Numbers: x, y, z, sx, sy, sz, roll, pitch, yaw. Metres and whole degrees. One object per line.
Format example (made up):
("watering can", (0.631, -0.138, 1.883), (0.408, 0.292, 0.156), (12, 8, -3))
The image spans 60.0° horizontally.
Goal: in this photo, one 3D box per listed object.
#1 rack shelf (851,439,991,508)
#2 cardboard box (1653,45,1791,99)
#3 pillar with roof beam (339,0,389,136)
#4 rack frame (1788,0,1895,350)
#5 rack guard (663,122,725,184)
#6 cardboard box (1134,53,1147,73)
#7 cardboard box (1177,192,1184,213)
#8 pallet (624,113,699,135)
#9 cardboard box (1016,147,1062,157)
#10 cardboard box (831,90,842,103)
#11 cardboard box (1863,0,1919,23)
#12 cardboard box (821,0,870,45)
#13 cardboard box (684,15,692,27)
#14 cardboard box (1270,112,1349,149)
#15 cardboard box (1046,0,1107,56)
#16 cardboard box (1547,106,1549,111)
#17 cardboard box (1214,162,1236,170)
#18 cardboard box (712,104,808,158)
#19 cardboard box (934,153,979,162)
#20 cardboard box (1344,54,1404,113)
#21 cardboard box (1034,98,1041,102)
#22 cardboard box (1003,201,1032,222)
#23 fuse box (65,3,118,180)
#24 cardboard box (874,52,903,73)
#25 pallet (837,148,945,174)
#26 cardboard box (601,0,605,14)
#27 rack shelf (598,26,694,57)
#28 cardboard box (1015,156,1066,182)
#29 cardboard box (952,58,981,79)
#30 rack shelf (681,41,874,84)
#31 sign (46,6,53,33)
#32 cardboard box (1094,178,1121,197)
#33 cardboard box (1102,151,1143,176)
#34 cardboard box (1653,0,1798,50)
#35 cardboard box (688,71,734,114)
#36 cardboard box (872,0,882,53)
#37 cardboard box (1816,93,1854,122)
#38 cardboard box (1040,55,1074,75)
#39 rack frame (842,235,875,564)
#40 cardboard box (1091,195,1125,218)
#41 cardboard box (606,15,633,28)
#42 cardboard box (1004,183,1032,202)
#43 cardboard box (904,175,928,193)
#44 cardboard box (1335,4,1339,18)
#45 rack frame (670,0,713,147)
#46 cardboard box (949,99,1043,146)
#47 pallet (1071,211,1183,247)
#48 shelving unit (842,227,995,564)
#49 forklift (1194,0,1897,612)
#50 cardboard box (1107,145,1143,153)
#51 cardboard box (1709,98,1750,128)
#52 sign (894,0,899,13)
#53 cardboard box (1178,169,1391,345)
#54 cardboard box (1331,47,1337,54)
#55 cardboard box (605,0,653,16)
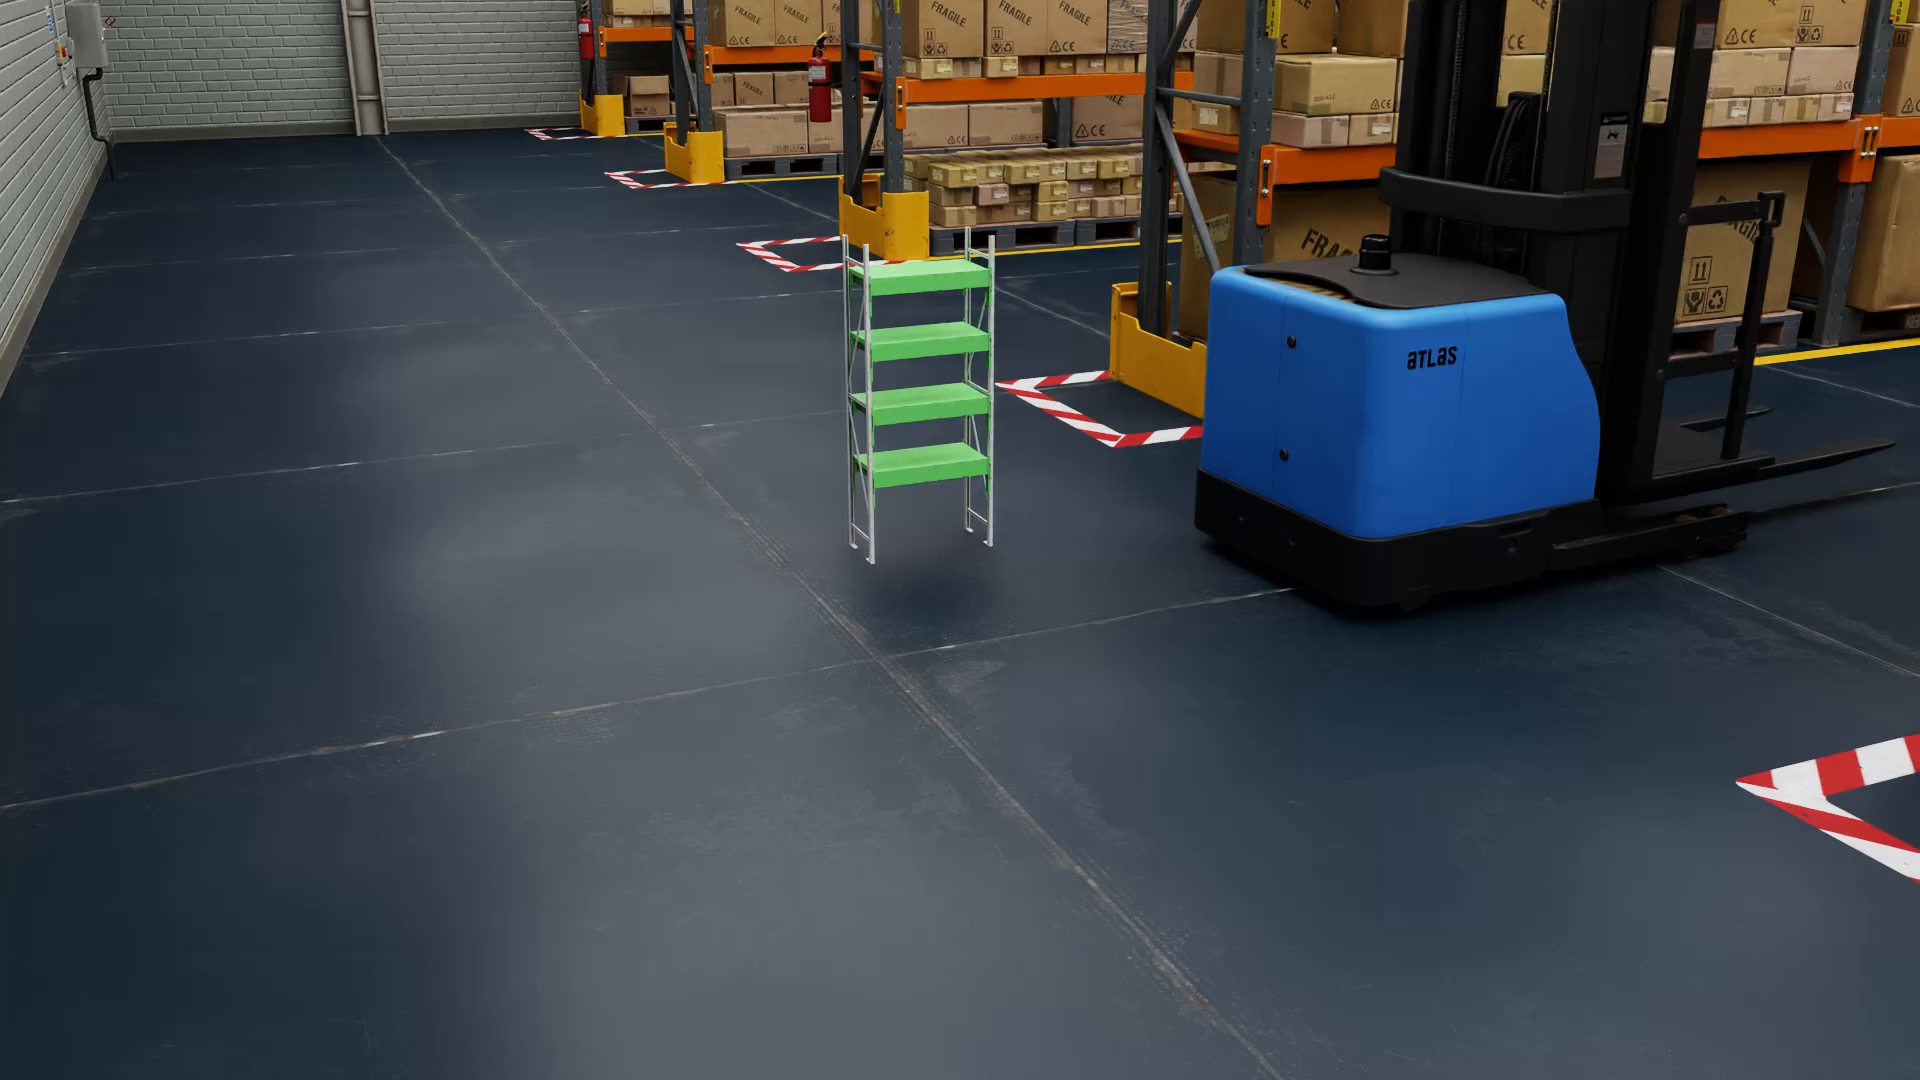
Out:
("rack shelf", (-0.152, -0.258, 6.362), (0.480, 0.148, 0.258), (-8, 21, -22))
("cardboard box", (4.098, -2.545, 9.013), (0.500, 0.250, 0.500), (-7, 21, -20))
("pillar with roof beam", (-5.821, -8.129, 16.060), (0.400, 9.000, 9.100), (-8, 21, -22))
("rack frame", (4.874, -2.683, 9.625), (0.127, 3.000, 1.000), (-8, 21, -22))
("rack guard", (-2.746, -3.997, 17.120), (0.348, 0.500, 1.175), (-8, 21, -22))
("cardboard box", (1.426, -3.754, 13.045), (0.250, 0.149, 0.380), (-8, 21, -21))
("cardboard box", (1.827, -2.770, 13.534), (0.250, 0.149, 0.380), (-8, 21, -22))
("pallet", (-3.892, -5.492, 21.801), (1.213, 0.211, 1.003), (-8, 21, -22))
("cardboard box", (0.644, -3.119, 13.628), (0.250, 0.149, 0.380), (-7, 21, -20))
("cardboard box", (-1.744, -5.917, 22.294), (0.258, 0.266, 0.396), (-7, 21, -20))
("cardboard box", (5.457, -3.290, 9.688), (0.637, 0.503, 0.797), (-9, 21, -23))
("cardboard box", (-1.242, -5.338, 17.015), (0.500, 0.500, 0.500), (-8, 21, -22))
("cardboard box", (-3.584, -6.640, 21.243), (0.250, 0.149, 0.380), (-7, 21, -20))
("cardboard box", (1.658, -1.984, 8.019), (0.250, 0.149, 0.380), (-8, 21, -21))
("cardboard box", (0.787, -3.984, 12.721), (0.500, 0.500, 0.500), (-8, 21, -21))
("cardboard box", (2.838, -2.154, 8.502), (0.250, 0.149, 0.380), (-8, 21, -23))
("cardboard box", (2.065, -3.126, 13.647), (0.250, 0.149, 0.380), (-7, 21, -20))
("cardboard box", (-2.158, -4.286, 17.403), (0.875, 0.438, 0.875), (-9, 21, -24))
("cardboard box", (-0.031, -2.979, 13.231), (0.250, 0.149, 0.380), (-8, 21, -21))
("cardboard box", (2.224, -2.277, 8.252), (0.500, 0.250, 0.500), (-8, 21, -23))
("cardboard box", (0.936, -6.436, 23.415), (0.500, 0.500, 0.500), (-9, 21, -24))
("cardboard box", (0.371, -2.601, 13.054), (0.250, 0.149, 0.380), (-8, 21, -21))
("fuse box", (-8.590, -4.482, 16.674), (0.414, 1.711, 0.539), (-8, 21, -22))
("cardboard box", (-0.483, -3.693, 12.873), (0.250, 0.149, 0.380), (-8, 21, -22))
("pallet", (-0.902, -4.152, 17.995), (1.213, 0.211, 1.003), (-8, 21, -22))
("cardboard box", (-4.376, -6.903, 21.388), (0.500, 0.250, 0.500), (-8, 21, -20))
("rack shelf", (-2.857, -6.616, 21.878), (4.000, 0.370, 1.077), (-8, 21, -22))
("cardboard box", (0.628, -2.907, 13.025), (0.250, 0.149, 0.380), (-9, 21, -25))
("cardboard box", (-0.026, -3.553, 12.474), (0.250, 0.149, 0.380), (-7, 21, -20))
("rack shelf", (-0.888, -5.102, 17.580), (4.000, 0.370, 1.077), (-8, 21, -22))
("sign", (-7.929, -4.535, 14.477), (0.001, 0.218, 0.327), (-8, 21, -22))
("cardboard box", (1.093, -2.858, 13.334), (0.250, 0.149, 0.380), (-7, 21, -19))
("cardboard box", (1.339, -3.023, 13.356), (0.250, 0.149, 0.380), (-8, 21, -22))
("cardboard box", (4.096, -2.899, 8.889), (0.500, 0.500, 0.500), (-8, 21, -21))
("cardboard box", (-3.294, -5.863, 21.789), (0.500, 0.500, 0.700), (-7, 21, -20))
("cardboard box", (-0.360, -4.008, 12.789), (0.500, 0.500, 0.500), (-8, 21, -21))
("cardboard box", (4.724, -2.424, 9.269), (0.250, 0.149, 0.380), (-8, 21, -22))
("cardboard box", (0.685, -3.676, 12.824), (0.250, 0.149, 0.380), (-8, 21, -22))
("rack frame", (-0.376, -0.512, 6.170), (0.015, 1.200, 0.240), (-8, 21, -22))
("cardboard box", (1.108, -2.670, 13.250), (0.250, 0.149, 0.380), (-9, 21, -25))
("cardboard box", (-4.283, -6.533, 20.938), (0.250, 0.149, 0.380), (-8, 21, -22))
("cardboard box", (0.376, -2.745, 13.013), (0.250, 0.149, 0.380), (-8, 21, -21))
("cardboard box", (-0.299, -2.833, 13.263), (0.250, 0.149, 0.380), (-9, 21, -23))
("cardboard box", (3.289, -4.541, 14.201), (0.250, 0.149, 0.380), (-7, 21, -20))
("rack frame", (-2.724, -5.179, 16.714), (0.127, 3.000, 1.000), (-8, 21, -22))
("cardboard box", (0.330, -4.645, 18.422), (0.875, 0.438, 0.875), (-8, 21, -23))
("pallet", (1.278, -2.633, 13.681), (1.213, 0.211, 1.003), (-8, 21, -22))
("shelving unit", (-0.152, -0.544, 6.261), (0.503, 1.200, 0.258), (-8, 21, -22))
("forklift", (2.461, -1.457, 6.247), (3.031, 2.935, 1.130), (-10, 22, -25))
("cardboard box", (1.401, -3.183, 13.811), (0.250, 0.149, 0.380), (-9, 21, -24))
("cardboard box", (4.016, -2.323, 8.981), (0.250, 0.149, 0.380), (-8, 21, -21))
("sign", (-0.455, -3.925, 11.851), (0.005, 0.325, 0.100), (-8, 21, -22))
("cardboard box", (1.757, -1.461, 8.722), (0.875, 0.875, 0.875), (-8, 21, -22))
("cardboard box", (2.007, -2.437, 8.706), (0.500, 0.250, 0.500), (-9, 21, -23))
("cardboard box", (-4.170, -6.739, 20.923), (0.500, 0.250, 0.500), (-8, 21, -22))
